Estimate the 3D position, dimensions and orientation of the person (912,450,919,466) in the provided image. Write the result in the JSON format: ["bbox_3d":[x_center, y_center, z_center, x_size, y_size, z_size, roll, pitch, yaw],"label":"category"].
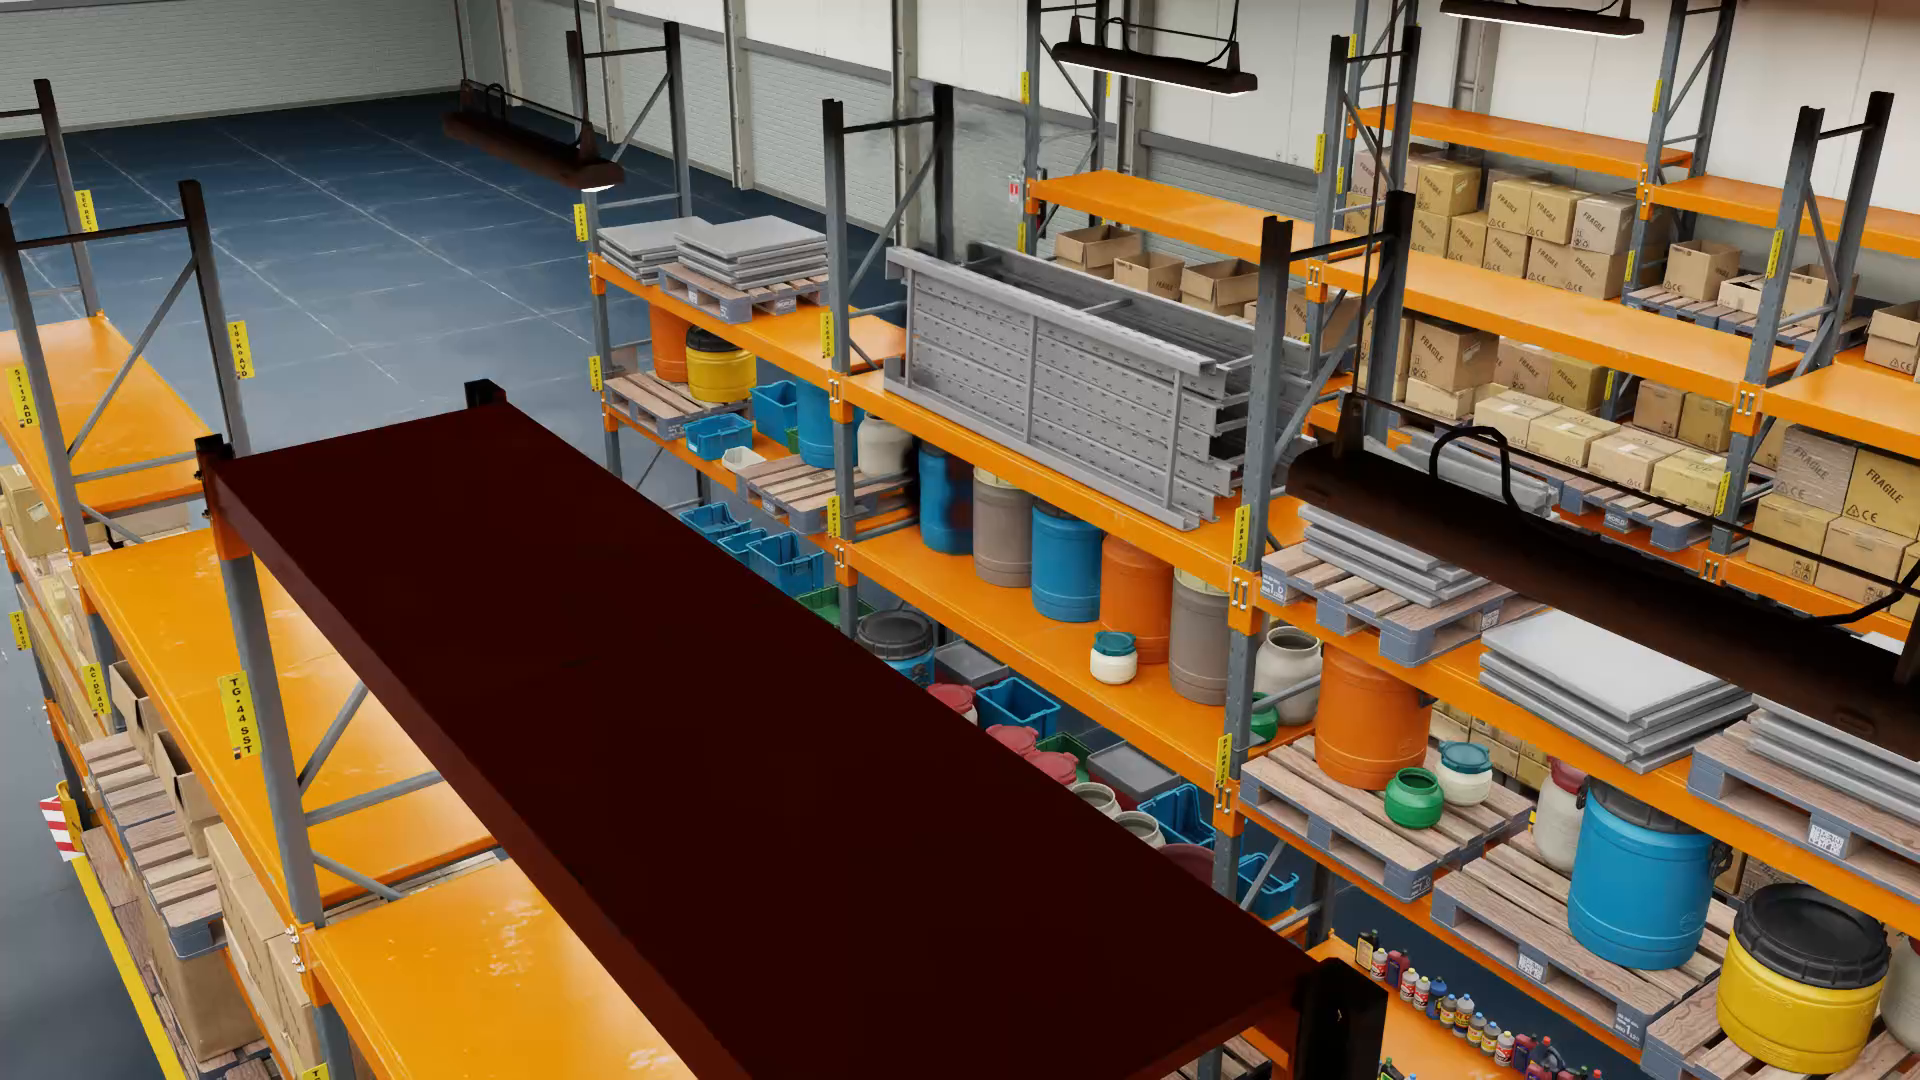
[{"bbox_3d":[-0.748,-1.402,19.834,0.791,1.682,0.719,-3,25,-6],"label":"person"}]
